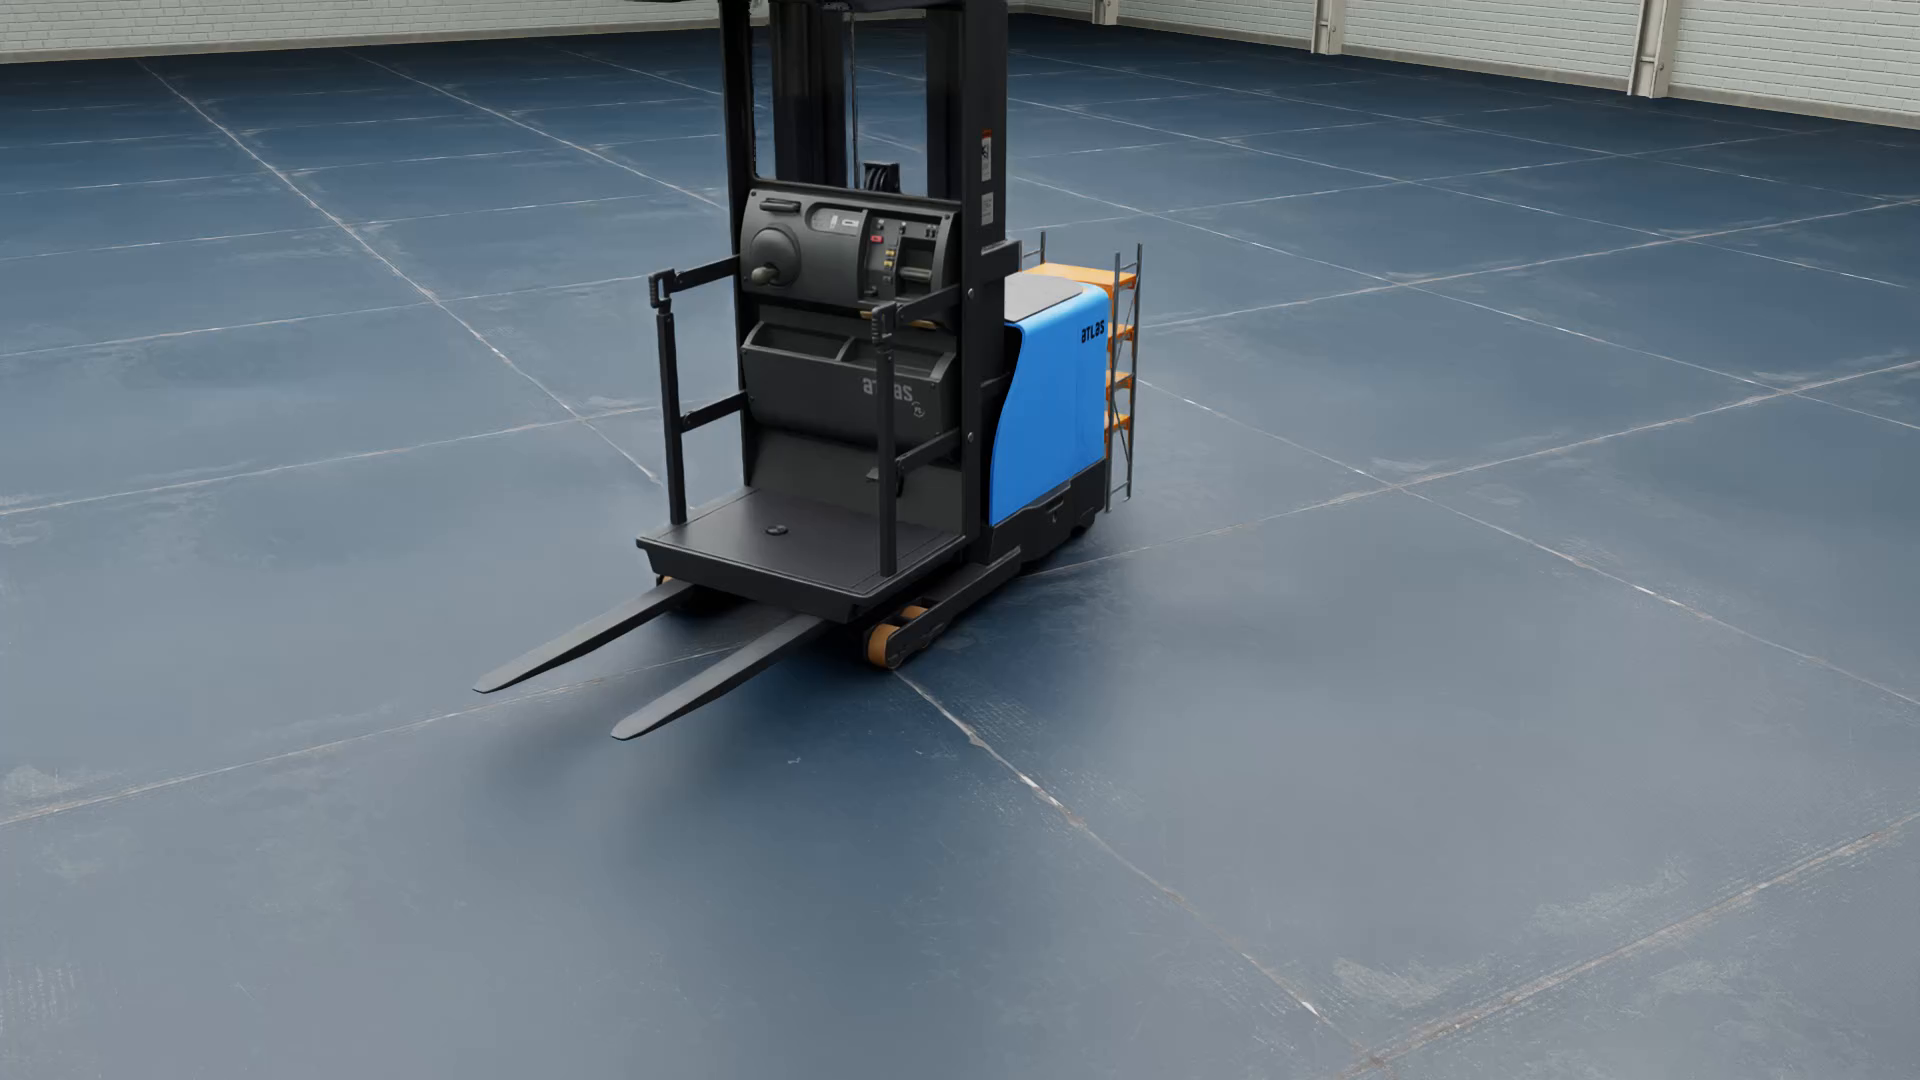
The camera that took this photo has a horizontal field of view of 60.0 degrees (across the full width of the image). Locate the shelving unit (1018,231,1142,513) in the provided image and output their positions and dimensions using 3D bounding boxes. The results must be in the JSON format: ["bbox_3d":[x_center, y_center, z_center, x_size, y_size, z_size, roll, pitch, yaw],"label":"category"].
[{"bbox_3d":[0.528,-0.767,7.603,0.503,1.200,0.258,13,25,29],"label":"shelving unit"}]

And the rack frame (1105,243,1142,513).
[{"bbox_3d":[0.736,-0.719,7.485,0.015,1.200,0.240,13,25,29],"label":"rack frame"}]

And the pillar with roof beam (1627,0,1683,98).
[{"bbox_3d":[5.121,-9.042,17.607,9.100,9.000,0.400,-13,25,-28],"label":"pillar with roof beam"}]

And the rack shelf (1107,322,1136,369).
[{"bbox_3d":[0.528,-0.913,7.545,0.480,0.148,0.258,13,25,29],"label":"rack shelf"}]

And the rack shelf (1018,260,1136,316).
[{"bbox_3d":[0.529,-1.133,7.458,0.480,0.148,0.258,13,25,29],"label":"rack shelf"}]

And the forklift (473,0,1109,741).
[{"bbox_3d":[-0.543,-1.080,6.076,1.130,2.935,3.031,13,25,29],"label":"forklift"}]

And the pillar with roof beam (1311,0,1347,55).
[{"bbox_3d":[2.056,-10.985,22.386,9.100,9.000,0.400,-13,25,-28],"label":"pillar with roof beam"}]

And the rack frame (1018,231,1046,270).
[{"bbox_3d":[0.320,-0.815,7.721,0.015,1.200,0.240,13,25,29],"label":"rack frame"}]

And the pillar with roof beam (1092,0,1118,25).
[{"bbox_3d":[-1.009,-12.927,27.164,9.100,9.000,0.400,-13,25,-28],"label":"pillar with roof beam"}]

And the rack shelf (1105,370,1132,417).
[{"bbox_3d":[0.527,-0.705,7.628,0.480,0.148,0.258,13,25,29],"label":"rack shelf"}]

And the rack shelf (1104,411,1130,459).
[{"bbox_3d":[0.527,-0.520,7.701,0.480,0.148,0.258,13,25,29],"label":"rack shelf"}]
